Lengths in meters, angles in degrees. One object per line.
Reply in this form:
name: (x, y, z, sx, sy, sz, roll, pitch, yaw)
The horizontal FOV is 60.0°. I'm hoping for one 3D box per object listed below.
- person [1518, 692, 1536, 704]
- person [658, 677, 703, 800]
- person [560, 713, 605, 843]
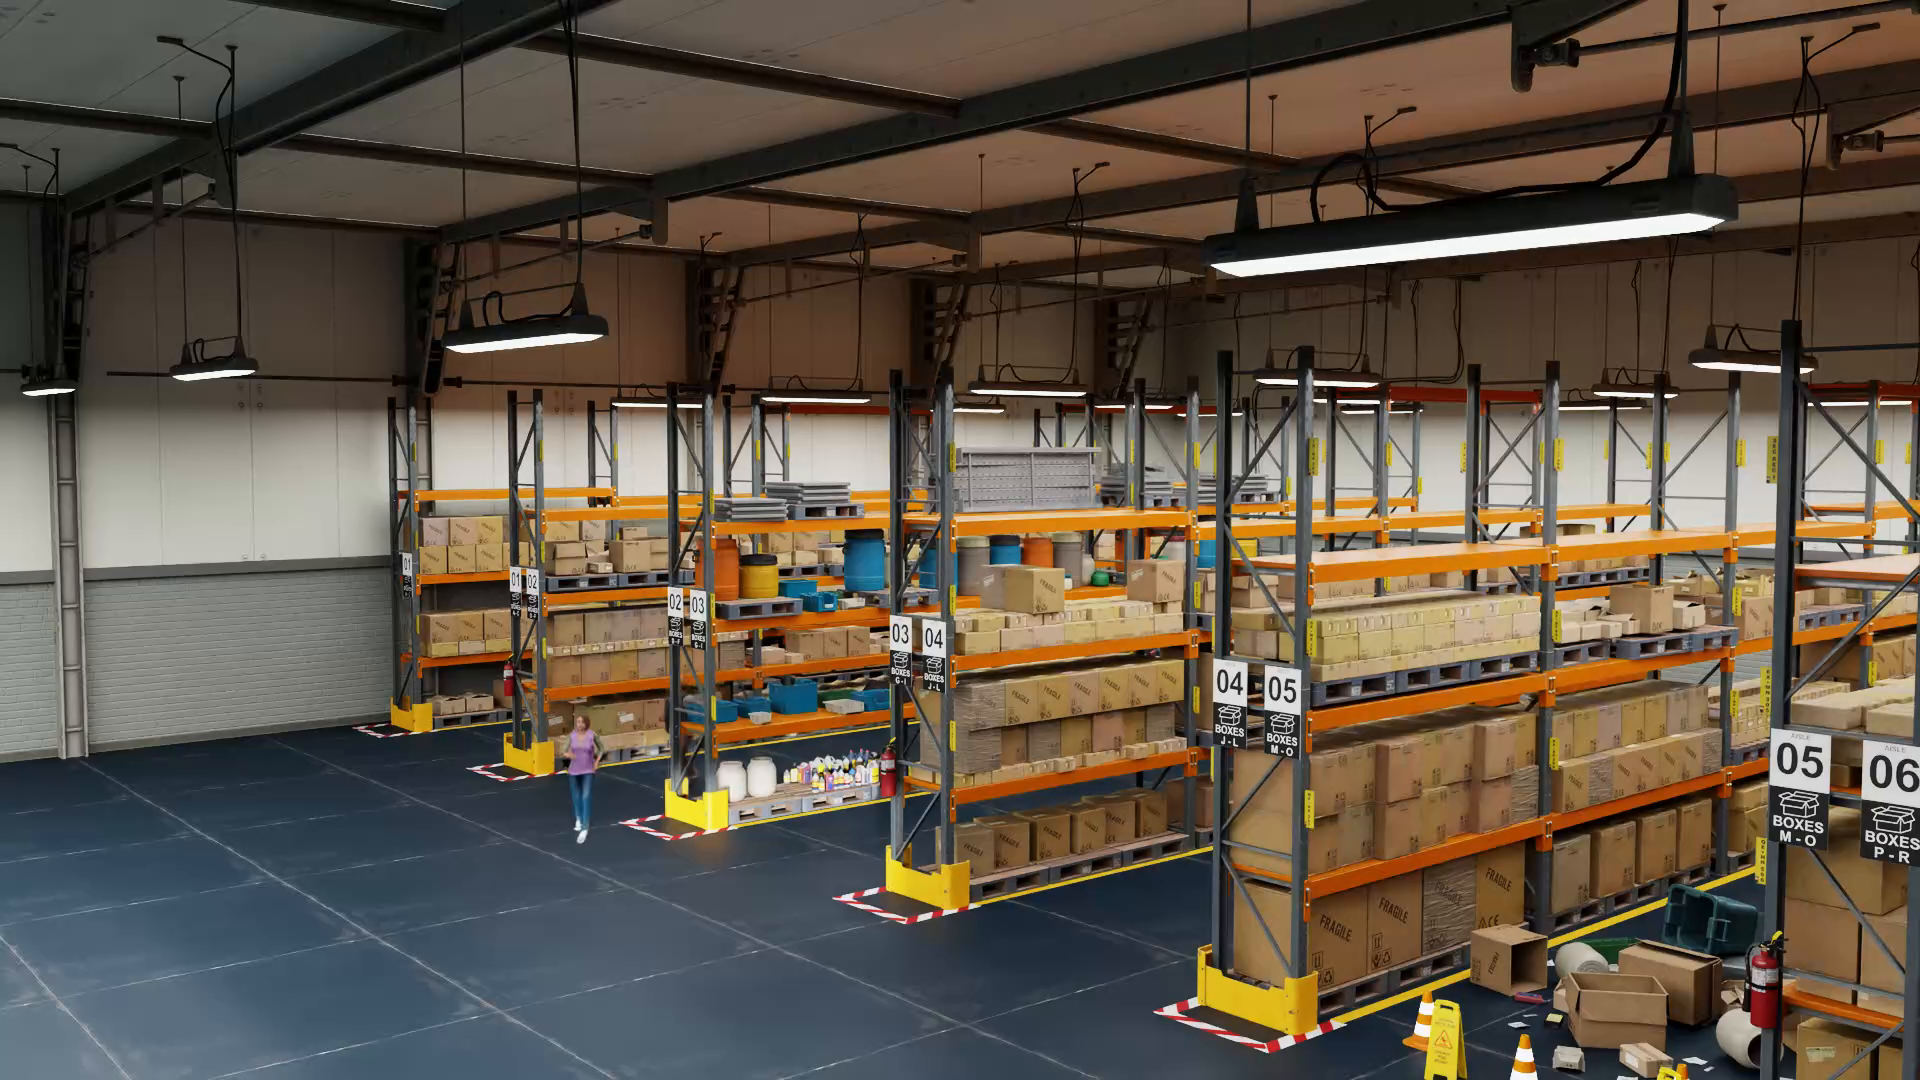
person: (8.024, 2.955, 23.705, 0.599, 1.647, 0.539, 3, 5, 44)
person: (-4.095, 2.882, 24.380, 0.671, 1.776, 0.817, 3, 5, 43)
person: (-4.957, 3.080, 21.768, 0.545, 1.626, 0.748, 0, 3, 0)
